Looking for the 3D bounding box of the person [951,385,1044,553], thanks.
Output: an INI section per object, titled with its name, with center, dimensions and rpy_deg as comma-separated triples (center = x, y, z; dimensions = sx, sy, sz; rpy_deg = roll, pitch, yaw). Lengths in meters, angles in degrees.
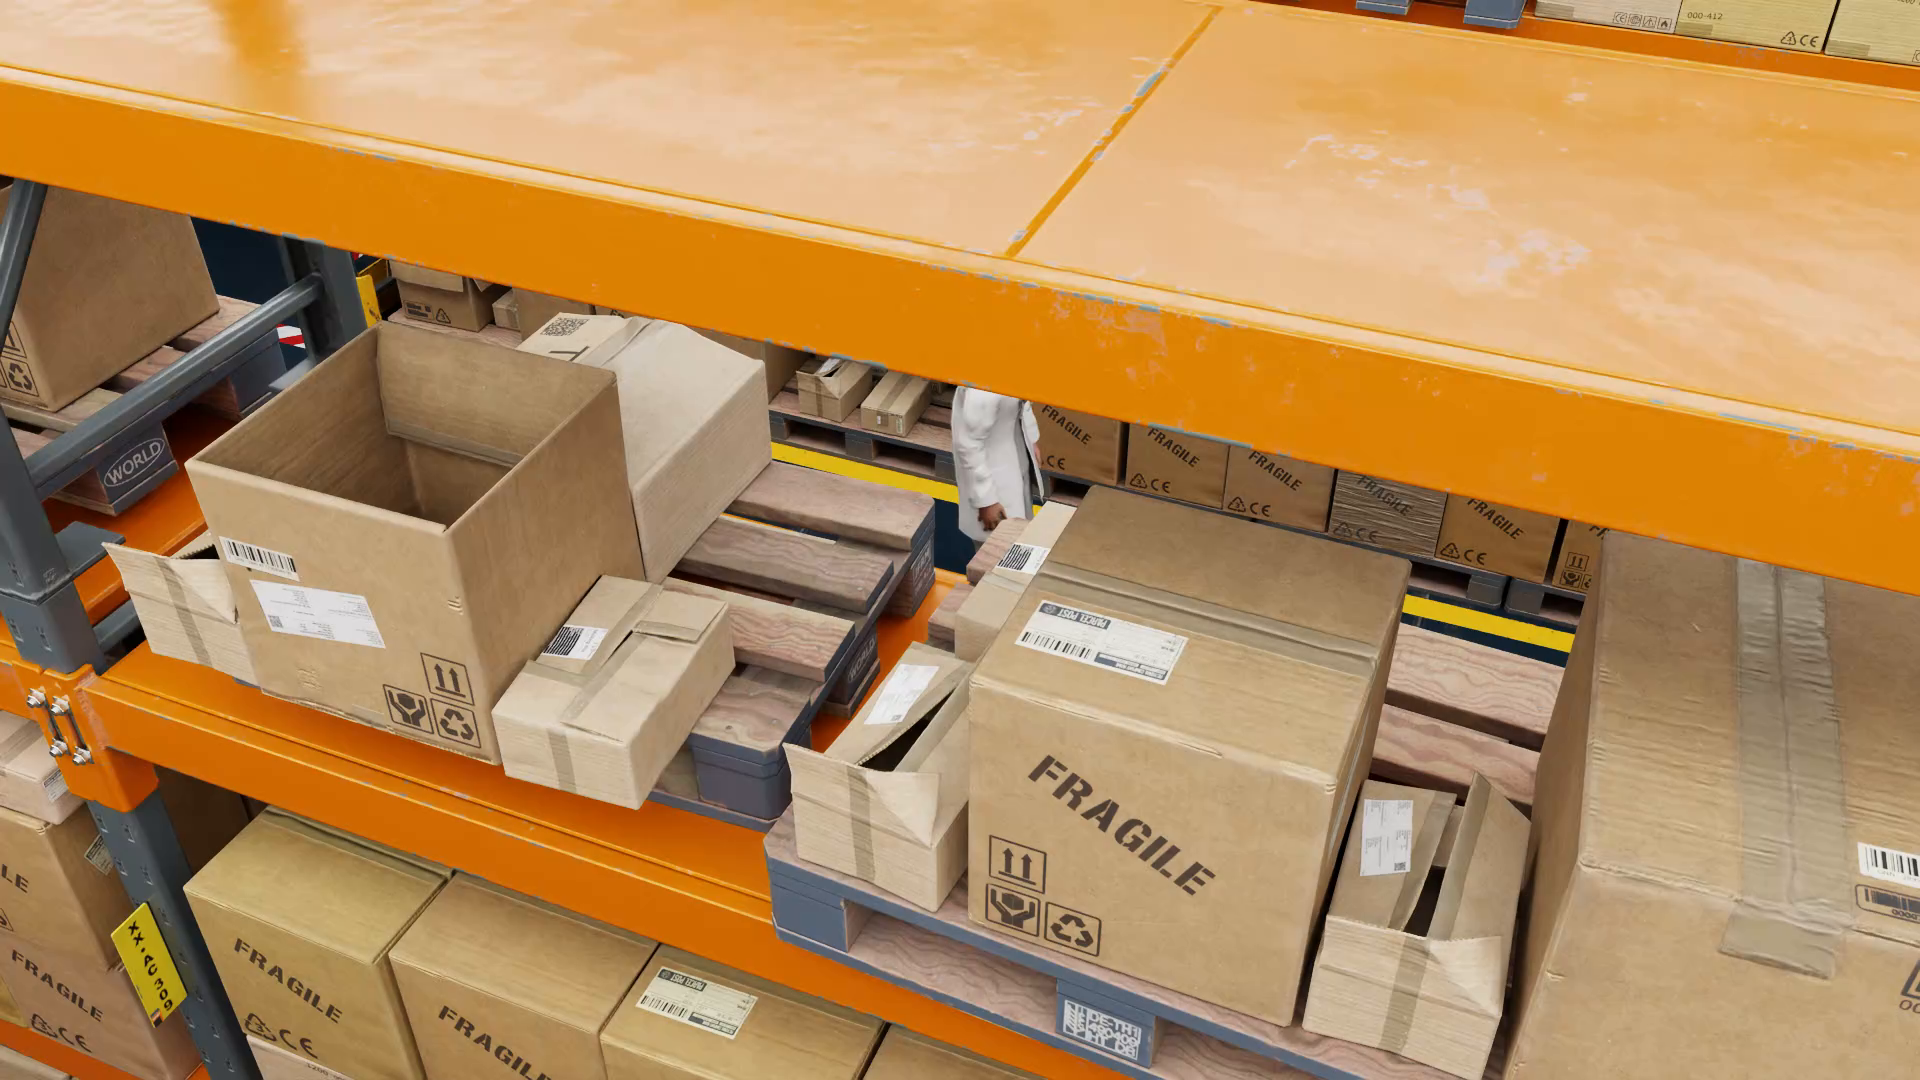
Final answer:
[person]
center = 0.186, -0.297, 7.227
dimensions = 0.428, 1.774, 0.645
rpy_deg = 13, 39, 17
